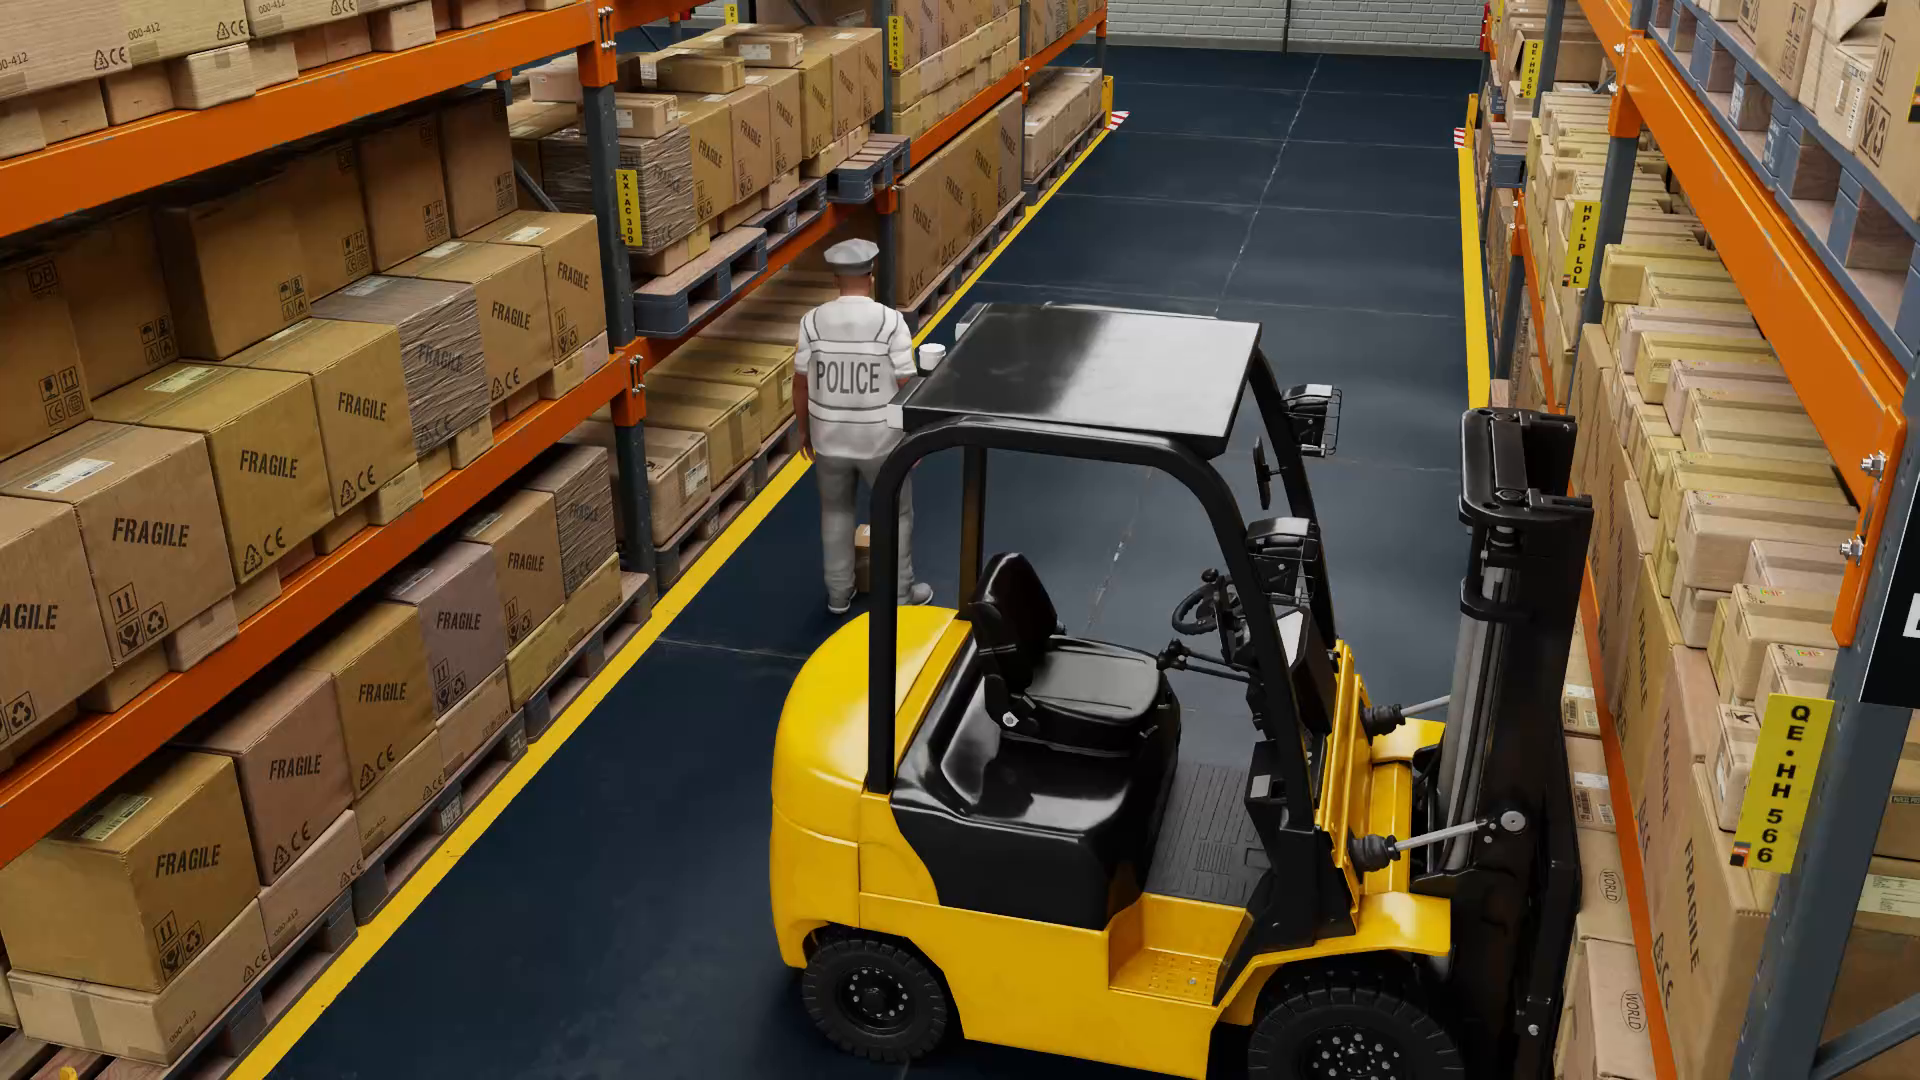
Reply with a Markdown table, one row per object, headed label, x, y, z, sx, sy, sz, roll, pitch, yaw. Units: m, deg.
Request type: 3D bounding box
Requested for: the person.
| label | x | y | z | sx | sy | sz | roll | pitch | yaw |
| --- | --- | --- | --- | --- | --- | --- | --- | --- | --- |
| person | -0.456 | -0.470 | 7.596 | 0.608 | 1.750 | 0.433 | 4 | 26 | 9 |
